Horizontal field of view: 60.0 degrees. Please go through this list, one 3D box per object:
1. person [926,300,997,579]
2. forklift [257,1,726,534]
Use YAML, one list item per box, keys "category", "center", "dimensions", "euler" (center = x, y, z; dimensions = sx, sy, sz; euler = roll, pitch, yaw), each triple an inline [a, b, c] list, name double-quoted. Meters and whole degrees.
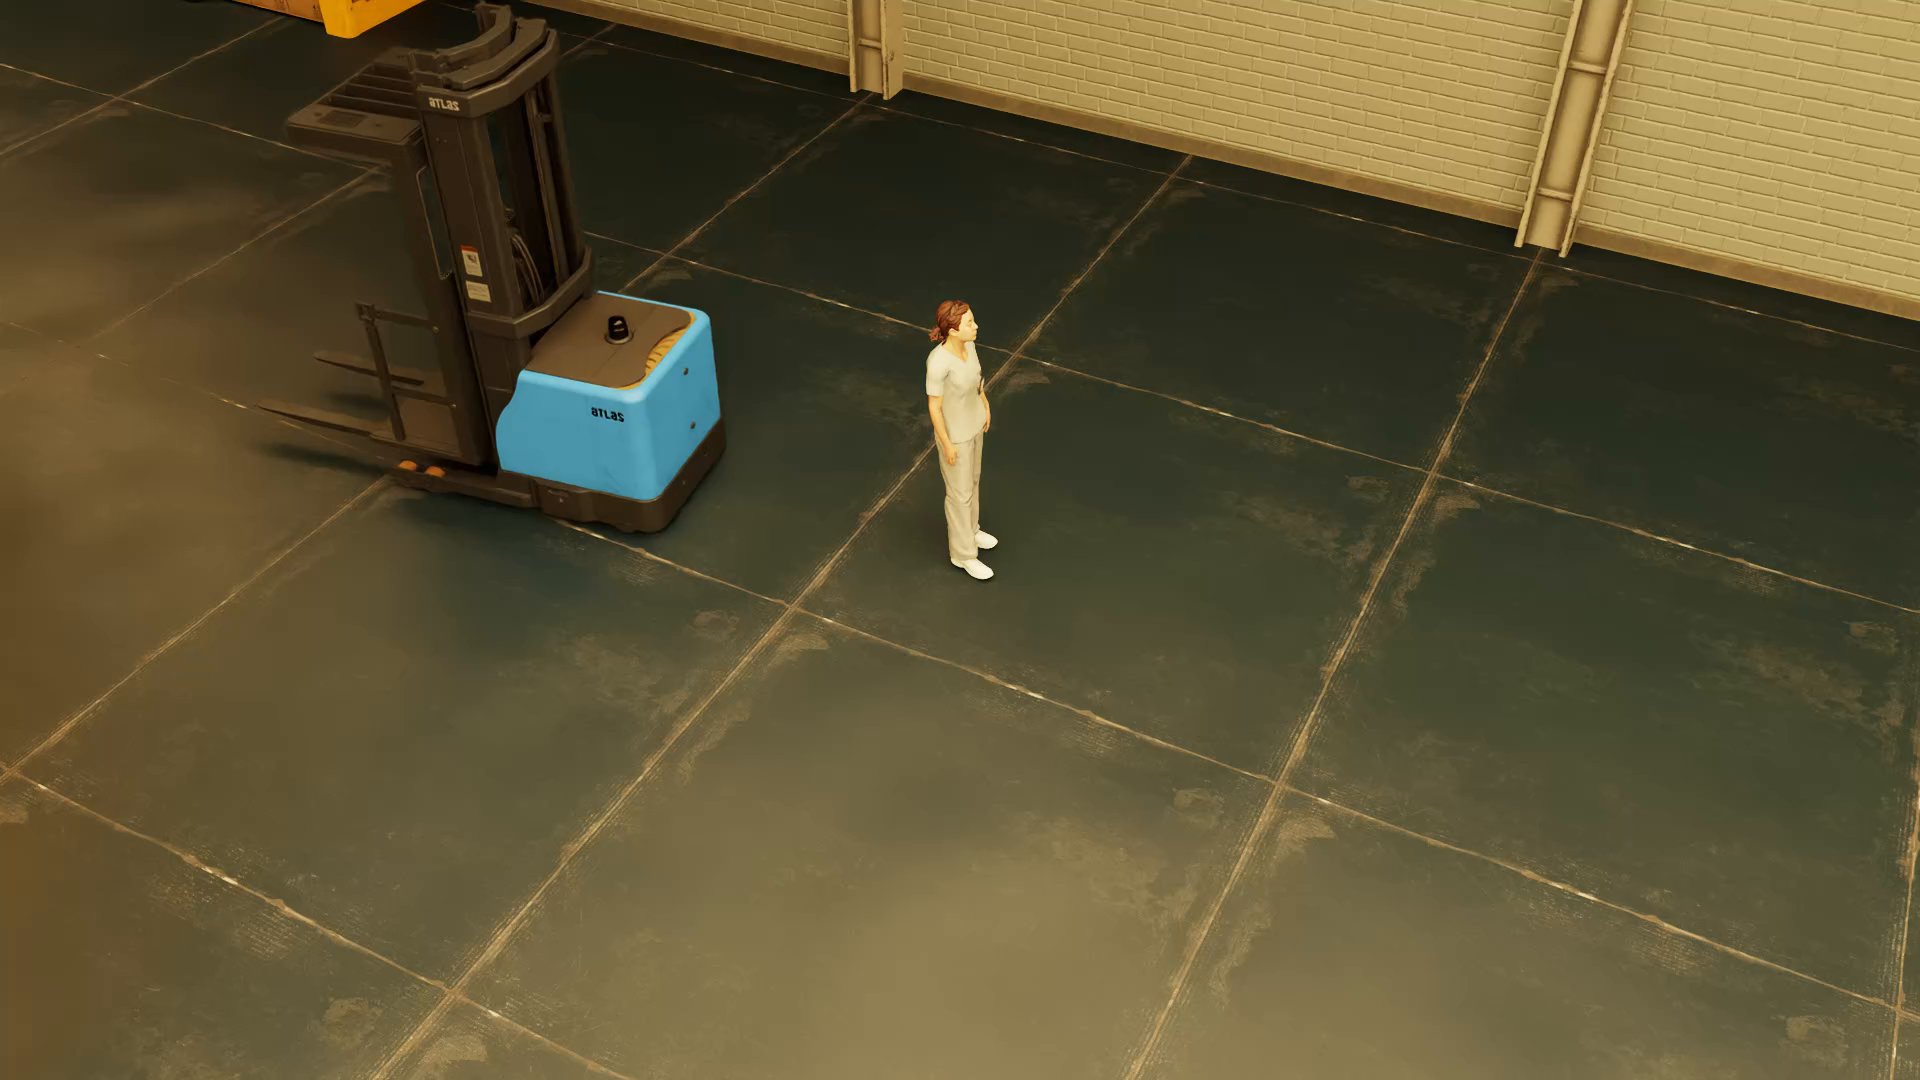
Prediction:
- category: "person"
  center: [0.059, -0.617, 9.682]
  dimensions: [0.549, 1.675, 0.549]
  euler: [18, 43, 21]
- category: "forklift"
  center: [-3.105, -1.730, 10.041]
  dimensions: [3.031, 2.935, 1.130]
  euler: [12, 42, 14]
